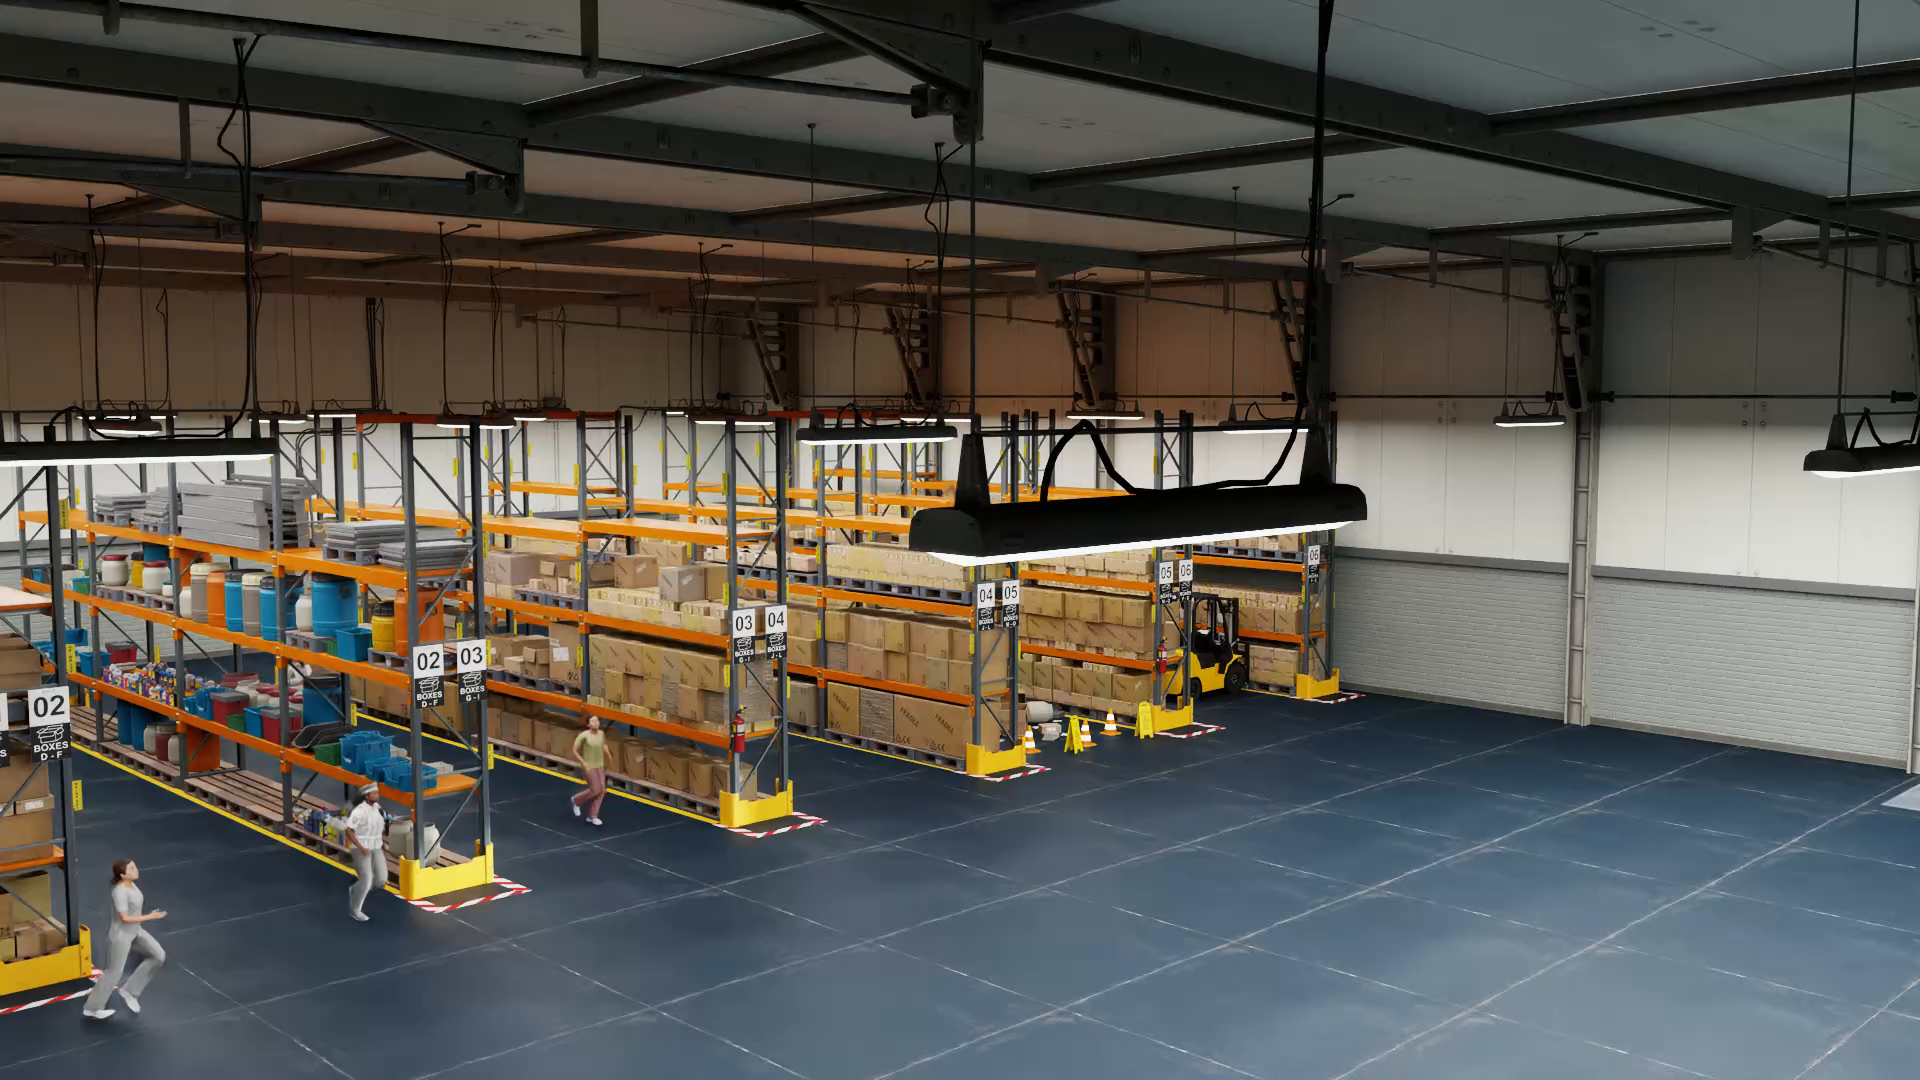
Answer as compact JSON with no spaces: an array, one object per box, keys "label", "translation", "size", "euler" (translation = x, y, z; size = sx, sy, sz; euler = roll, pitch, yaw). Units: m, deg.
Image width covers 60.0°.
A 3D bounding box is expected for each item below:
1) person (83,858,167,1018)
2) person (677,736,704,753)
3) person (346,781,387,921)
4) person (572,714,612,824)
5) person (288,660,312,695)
[{"label":"person","translation":[-8.486,4.020,16.930],"size":[0.823,1.622,0.579],"euler":[-1,5,-6]},{"label":"person","translation":[-4.852,2.926,29.719],"size":[0.846,1.679,0.585],"euler":[4,7,40]},{"label":"person","translation":[-7.224,3.770,20.295],"size":[0.519,1.645,0.625],"euler":[2,5,22]},{"label":"person","translation":[-5.458,3.381,24.692],"size":[0.585,1.639,0.574],"euler":[4,6,40]},{"label":"person","translation":[-11.947,2.835,30.083],"size":[0.780,1.824,0.641],"euler":[4,6,38]}]
